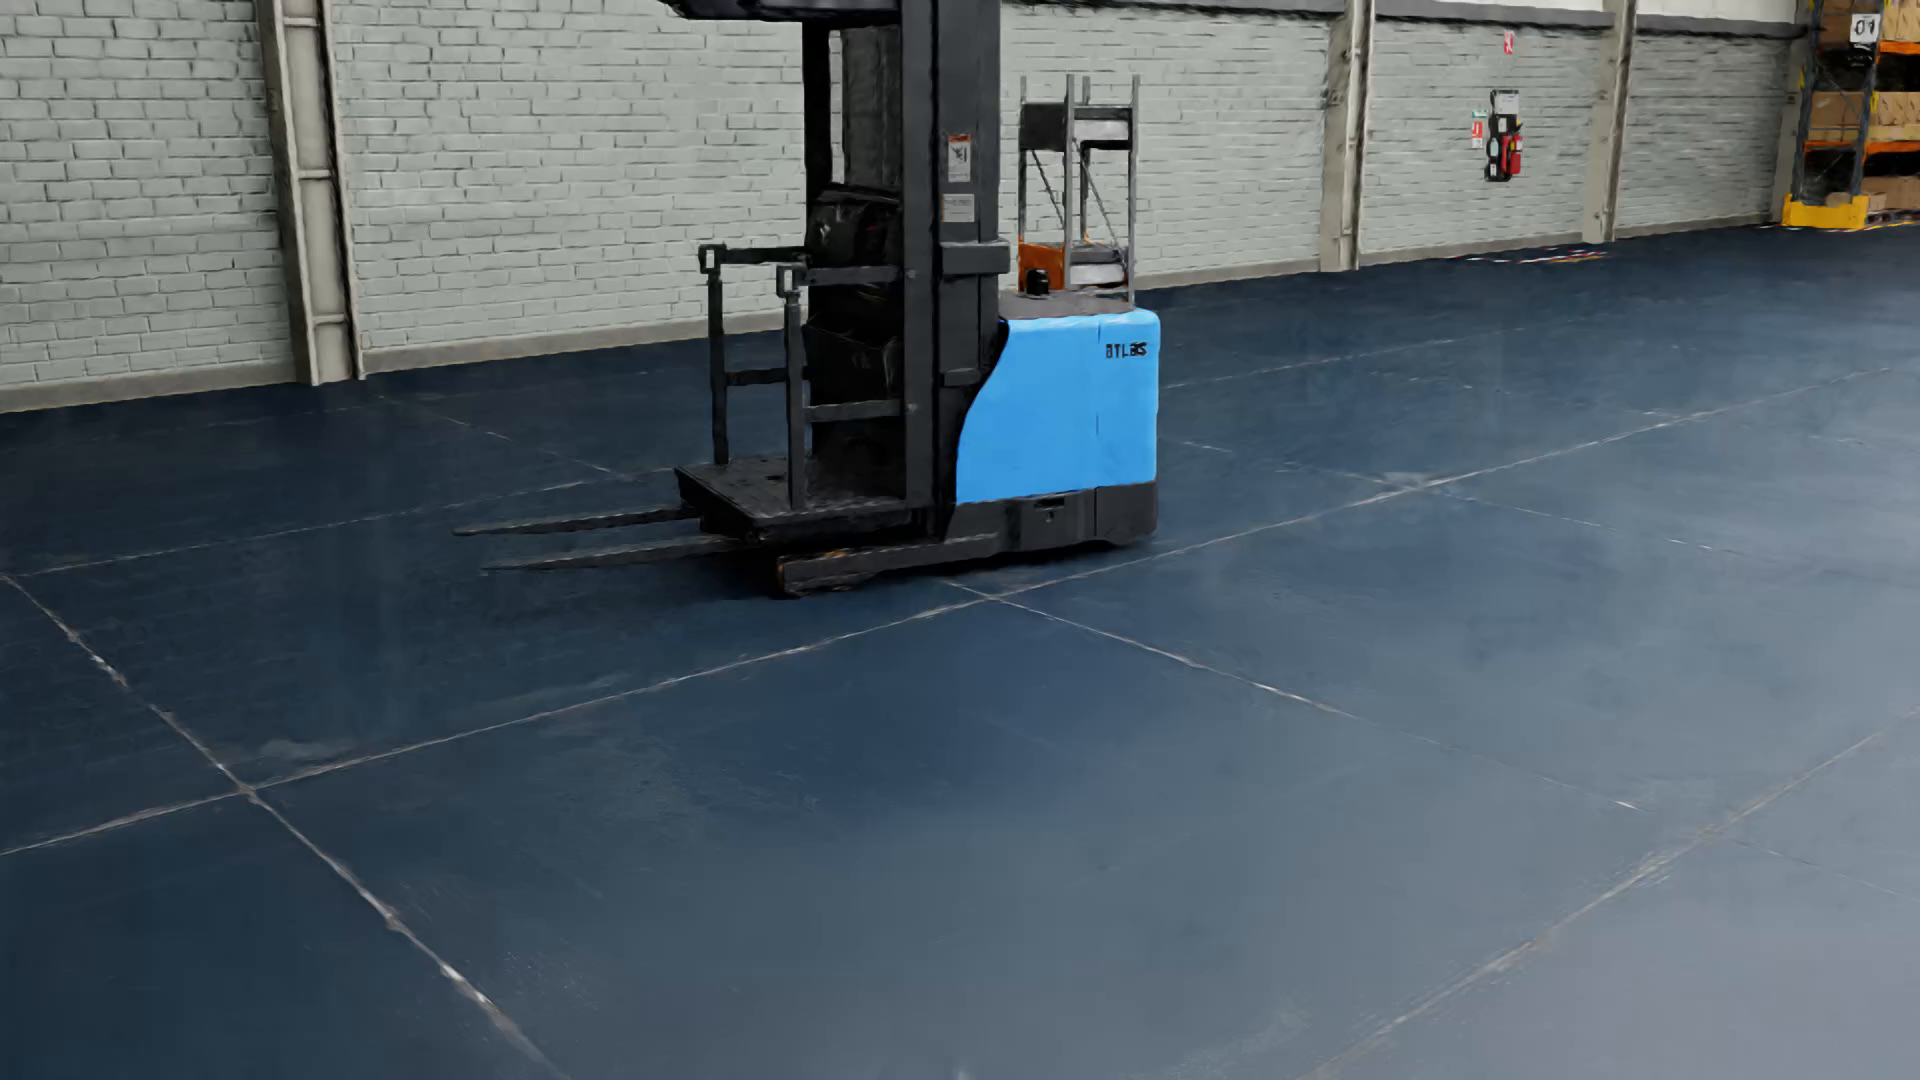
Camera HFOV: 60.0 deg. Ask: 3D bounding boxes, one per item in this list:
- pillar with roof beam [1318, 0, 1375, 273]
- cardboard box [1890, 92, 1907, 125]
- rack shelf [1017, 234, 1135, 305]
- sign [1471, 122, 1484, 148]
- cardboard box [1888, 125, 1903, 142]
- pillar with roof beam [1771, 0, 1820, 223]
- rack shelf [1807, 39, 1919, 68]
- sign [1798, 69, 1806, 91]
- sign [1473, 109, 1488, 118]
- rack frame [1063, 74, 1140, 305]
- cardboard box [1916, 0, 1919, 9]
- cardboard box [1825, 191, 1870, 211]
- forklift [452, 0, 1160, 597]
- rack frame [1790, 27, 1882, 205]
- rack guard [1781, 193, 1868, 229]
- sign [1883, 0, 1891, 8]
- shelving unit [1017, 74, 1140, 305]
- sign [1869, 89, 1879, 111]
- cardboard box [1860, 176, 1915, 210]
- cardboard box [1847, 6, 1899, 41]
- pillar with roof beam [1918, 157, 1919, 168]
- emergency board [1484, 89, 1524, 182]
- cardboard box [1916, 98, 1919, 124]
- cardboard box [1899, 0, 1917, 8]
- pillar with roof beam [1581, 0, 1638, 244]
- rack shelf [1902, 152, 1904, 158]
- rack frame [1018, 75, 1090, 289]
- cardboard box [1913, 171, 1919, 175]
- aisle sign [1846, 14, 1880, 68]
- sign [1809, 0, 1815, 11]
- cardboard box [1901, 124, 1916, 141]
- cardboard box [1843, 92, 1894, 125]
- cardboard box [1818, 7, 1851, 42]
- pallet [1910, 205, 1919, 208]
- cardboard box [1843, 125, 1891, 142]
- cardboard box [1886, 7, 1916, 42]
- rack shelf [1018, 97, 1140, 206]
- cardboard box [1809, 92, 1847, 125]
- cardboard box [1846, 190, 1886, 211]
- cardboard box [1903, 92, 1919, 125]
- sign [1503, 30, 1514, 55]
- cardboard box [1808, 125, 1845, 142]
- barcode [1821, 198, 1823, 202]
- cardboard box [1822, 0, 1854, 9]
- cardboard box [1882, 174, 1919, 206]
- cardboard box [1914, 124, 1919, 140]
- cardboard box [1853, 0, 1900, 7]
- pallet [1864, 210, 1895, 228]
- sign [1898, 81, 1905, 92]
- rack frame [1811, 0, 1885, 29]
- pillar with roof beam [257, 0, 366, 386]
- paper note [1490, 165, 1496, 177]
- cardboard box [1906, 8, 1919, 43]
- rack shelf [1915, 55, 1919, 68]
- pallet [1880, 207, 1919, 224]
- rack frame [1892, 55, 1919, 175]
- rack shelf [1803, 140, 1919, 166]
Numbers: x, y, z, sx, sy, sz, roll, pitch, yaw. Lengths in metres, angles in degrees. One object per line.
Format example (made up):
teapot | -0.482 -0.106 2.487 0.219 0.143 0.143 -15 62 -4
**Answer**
pillar with roof beam | 7.305 -6.703 15.405 0.400 9.000 9.100 -13 19 -39
cardboard box | 14.508 -6.792 26.163 0.500 0.500 0.500 -13 19 -39
rack shelf | 0.591 -1.293 8.571 0.431 0.518 0.480 -7 16 -25
sign | 6.631 -5.191 21.302 0.234 0.329 0.001 -13 19 -39
cardboard box | 14.530 -6.437 26.287 0.500 0.250 0.500 -13 20 -41
pillar with roof beam | 16.357 -8.735 23.015 0.400 9.000 9.100 -13 19 -39
rack shelf | 15.080 -7.829 26.827 4.000 0.370 1.077 -13 19 -39
sign | 13.222 -7.212 26.080 0.005 0.325 0.100 -13 19 -39
sign | 6.640 -5.446 21.230 0.331 0.109 0.001 -13 19 -39
rack frame | 0.697 -1.249 8.355 0.400 2.100 0.015 -7 16 -25
cardboard box | 14.812 -8.560 26.003 0.500 0.500 0.500 -12 19 -38
cardboard box | 14.152 -5.401 26.516 0.500 0.311 0.500 13 20 41
forklift | -0.646 -1.336 7.073 3.031 2.935 1.130 -7 17 -25
rack frame | 13.571 -6.388 25.853 0.127 3.000 1.000 -13 19 -39
rack guard | 13.628 -5.193 26.224 0.348 0.500 1.175 -13 19 -39
sign | 13.927 -8.154 24.958 0.005 0.325 0.100 -13 19 -39
shelving unit | 0.591 -1.306 8.568 0.431 2.100 0.503 -7 16 -25
sign | 13.927 -6.701 25.346 0.005 0.325 0.100 -13 19 -39
cardboard box | 15.168 -5.704 27.282 0.500 0.500 0.700 -14 21 -43
cardboard box | 13.987 -7.903 25.480 0.500 0.500 0.500 -12 19 -38
pillar with roof beam | 20.883 -9.752 26.821 0.400 9.000 9.100 -13 19 -39
emergency board | 7.116 -5.247 21.583 0.643 1.169 0.194 -13 19 -39
cardboard box | 15.283 -6.968 26.822 0.500 0.500 0.500 -12 19 -38
cardboard box | 14.432 -8.471 25.670 0.500 0.500 0.500 -13 20 -40
pillar with roof beam | 11.831 -7.719 19.210 0.400 9.000 9.100 -13 19 -39
rack shelf | 18.097 -7.057 29.751 4.000 0.370 1.077 -13 19 -39
rack frame | 0.485 -1.362 8.780 0.400 2.100 0.015 -7 16 -25
cardboard box | 17.133 -6.198 29.134 0.500 0.500 0.700 -12 19 -38
aisle sign | 13.714 -7.573 25.253 0.004 0.787 0.394 -13 19 -39
sign | 13.222 -8.376 25.769 0.005 0.325 0.100 -13 19 -39
cardboard box | 14.918 -6.522 26.606 0.500 0.250 0.500 -13 20 -40
cardboard box | 14.128 -6.710 25.857 0.500 0.500 0.500 -13 19 -39
cardboard box | 13.719 -8.015 25.899 0.500 0.500 0.500 -11 18 -35
pallet | 16.105 -5.598 28.298 1.213 0.211 1.003 -13 19 -39
cardboard box | 14.147 -6.346 25.948 0.500 0.250 0.500 -13 20 -41
cardboard box | 14.416 -7.987 25.795 0.500 0.500 0.500 -11 19 -36
rack shelf | 0.592 -1.969 8.391 0.431 0.518 0.480 -7 16 -25
cardboard box | 13.787 -6.809 26.227 0.500 0.500 0.500 -13 20 -40
cardboard box | 14.582 -5.498 26.878 0.500 0.311 0.500 -11 18 -35
cardboard box | 14.902 -6.878 26.486 0.500 0.500 0.500 -13 20 -41
sign | 7.044 -6.385 21.351 0.199 0.298 0.001 -13 19 -39
cardboard box | 13.796 -6.442 26.307 0.500 0.250 0.500 -12 19 -39
barcode | 13.903 -5.487 26.818 0.075 0.075 0.001 -13 19 -39
cardboard box | 13.724 -8.502 25.785 0.500 0.500 0.500 -12 19 -37
cardboard box | 15.832 -5.887 27.968 0.500 0.500 0.500 14 21 43
cardboard box | 15.301 -6.607 26.925 0.500 0.250 0.500 -12 19 -39
cardboard box | 14.021 -8.396 25.389 0.500 0.500 0.500 14 21 43
pallet | 14.264 -5.184 26.750 1.213 0.211 1.003 -13 19 -39
sign | 16.221 -7.733 28.642 0.005 0.325 0.100 -13 19 -39
rack frame | 13.571 -9.286 25.079 0.127 3.000 1.000 -13 19 -39
pillar with roof beam | -1.748 -4.670 7.795 0.400 9.000 9.100 -13 19 -39
paper note | 6.937 -4.805 21.634 0.142 0.148 0.016 -13 19 -39
cardboard box | 14.805 -8.076 26.127 0.500 0.500 0.500 -12 19 -37
rack shelf | 18.097 -8.506 29.364 4.000 0.370 1.077 -13 19 -39
pallet | 15.184 -5.390 27.520 1.213 0.211 1.003 -13 19 -39
rack frame | 16.588 -7.066 28.390 0.127 3.000 1.000 -13 19 -39
rack shelf | 15.080 -6.379 27.214 4.000 0.370 1.077 -13 19 -39
